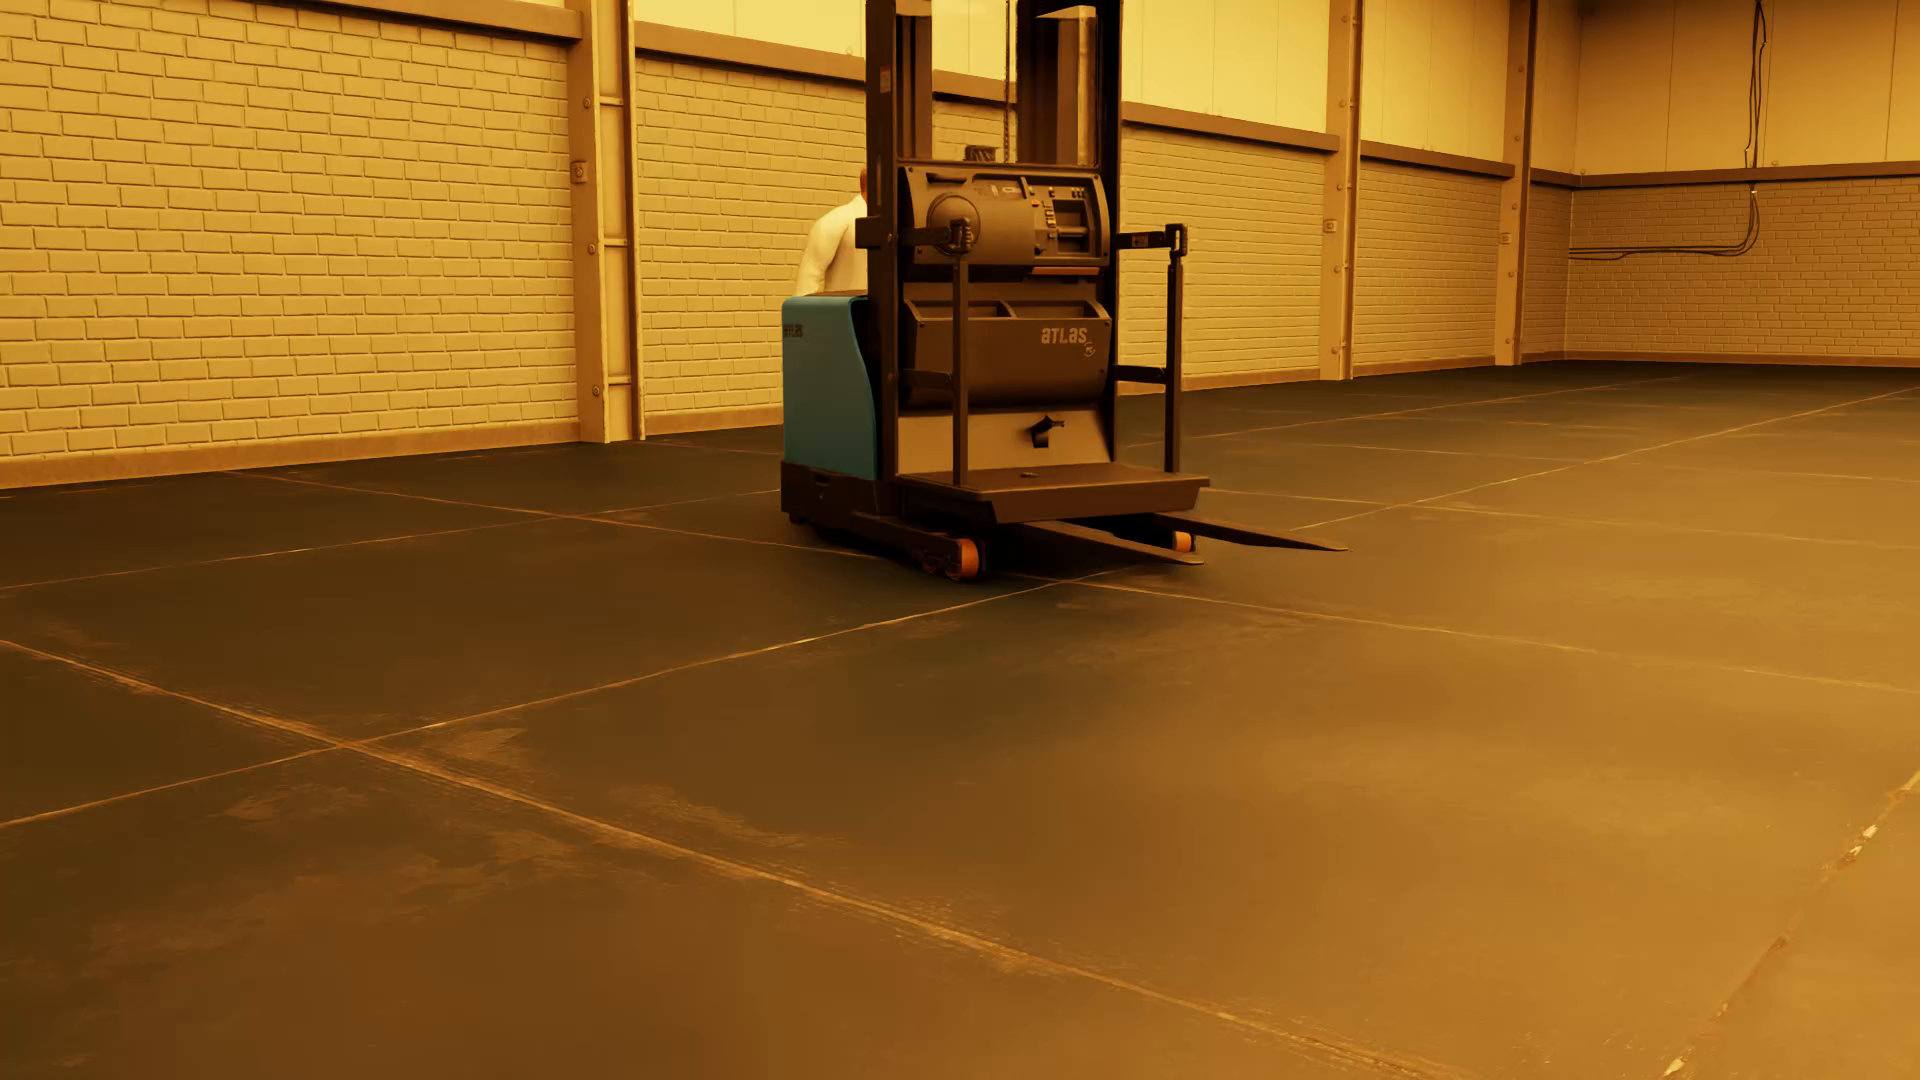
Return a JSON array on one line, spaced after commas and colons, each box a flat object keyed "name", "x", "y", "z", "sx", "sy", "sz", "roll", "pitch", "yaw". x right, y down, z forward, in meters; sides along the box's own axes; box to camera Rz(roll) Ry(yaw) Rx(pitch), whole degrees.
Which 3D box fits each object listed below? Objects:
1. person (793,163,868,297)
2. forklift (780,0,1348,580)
[{"name": "person", "x": -0.460, "y": -0.984, "z": 8.162, "sx": 0.452, "sy": 1.749, "sz": 0.917, "roll": 6, "pitch": 10, "yaw": 36}, {"name": "forklift", "x": 0.306, "y": -1.370, "z": 6.642, "sx": 1.130, "sy": 2.935, "sz": 3.031, "roll": -5, "pitch": 9, "yaw": -28}]
